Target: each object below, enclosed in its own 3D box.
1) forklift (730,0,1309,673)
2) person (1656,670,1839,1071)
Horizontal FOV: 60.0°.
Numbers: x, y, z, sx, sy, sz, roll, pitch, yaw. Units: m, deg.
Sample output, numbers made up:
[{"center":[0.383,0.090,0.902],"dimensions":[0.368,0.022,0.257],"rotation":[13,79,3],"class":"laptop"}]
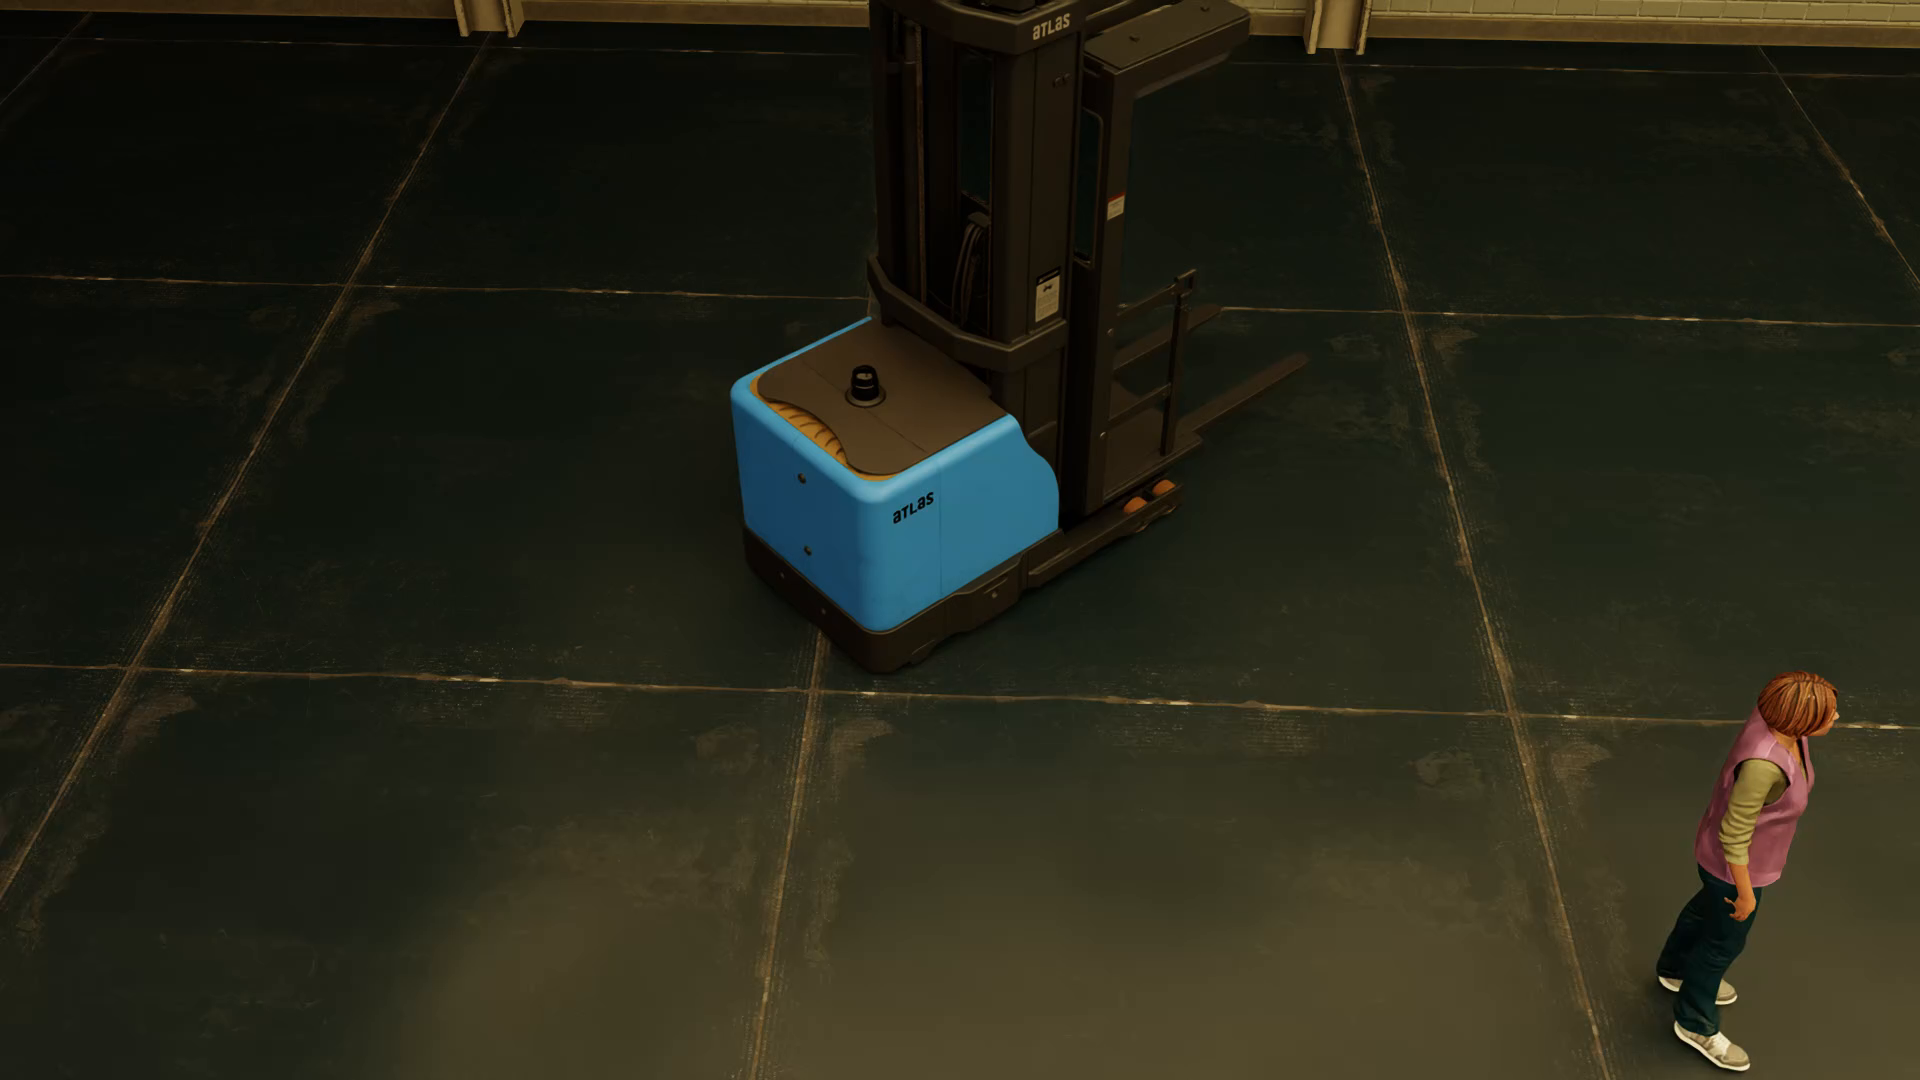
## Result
[{"center":[0.449,-1.362,7.234],"dimensions":[3.031,2.935,1.130],"rotation":[-30,50,-29],"class":"forklift"},{"center":[2.679,1.075,5.546],"dimensions":[0.470,1.600,0.515],"rotation":[21,47,22],"class":"person"}]
